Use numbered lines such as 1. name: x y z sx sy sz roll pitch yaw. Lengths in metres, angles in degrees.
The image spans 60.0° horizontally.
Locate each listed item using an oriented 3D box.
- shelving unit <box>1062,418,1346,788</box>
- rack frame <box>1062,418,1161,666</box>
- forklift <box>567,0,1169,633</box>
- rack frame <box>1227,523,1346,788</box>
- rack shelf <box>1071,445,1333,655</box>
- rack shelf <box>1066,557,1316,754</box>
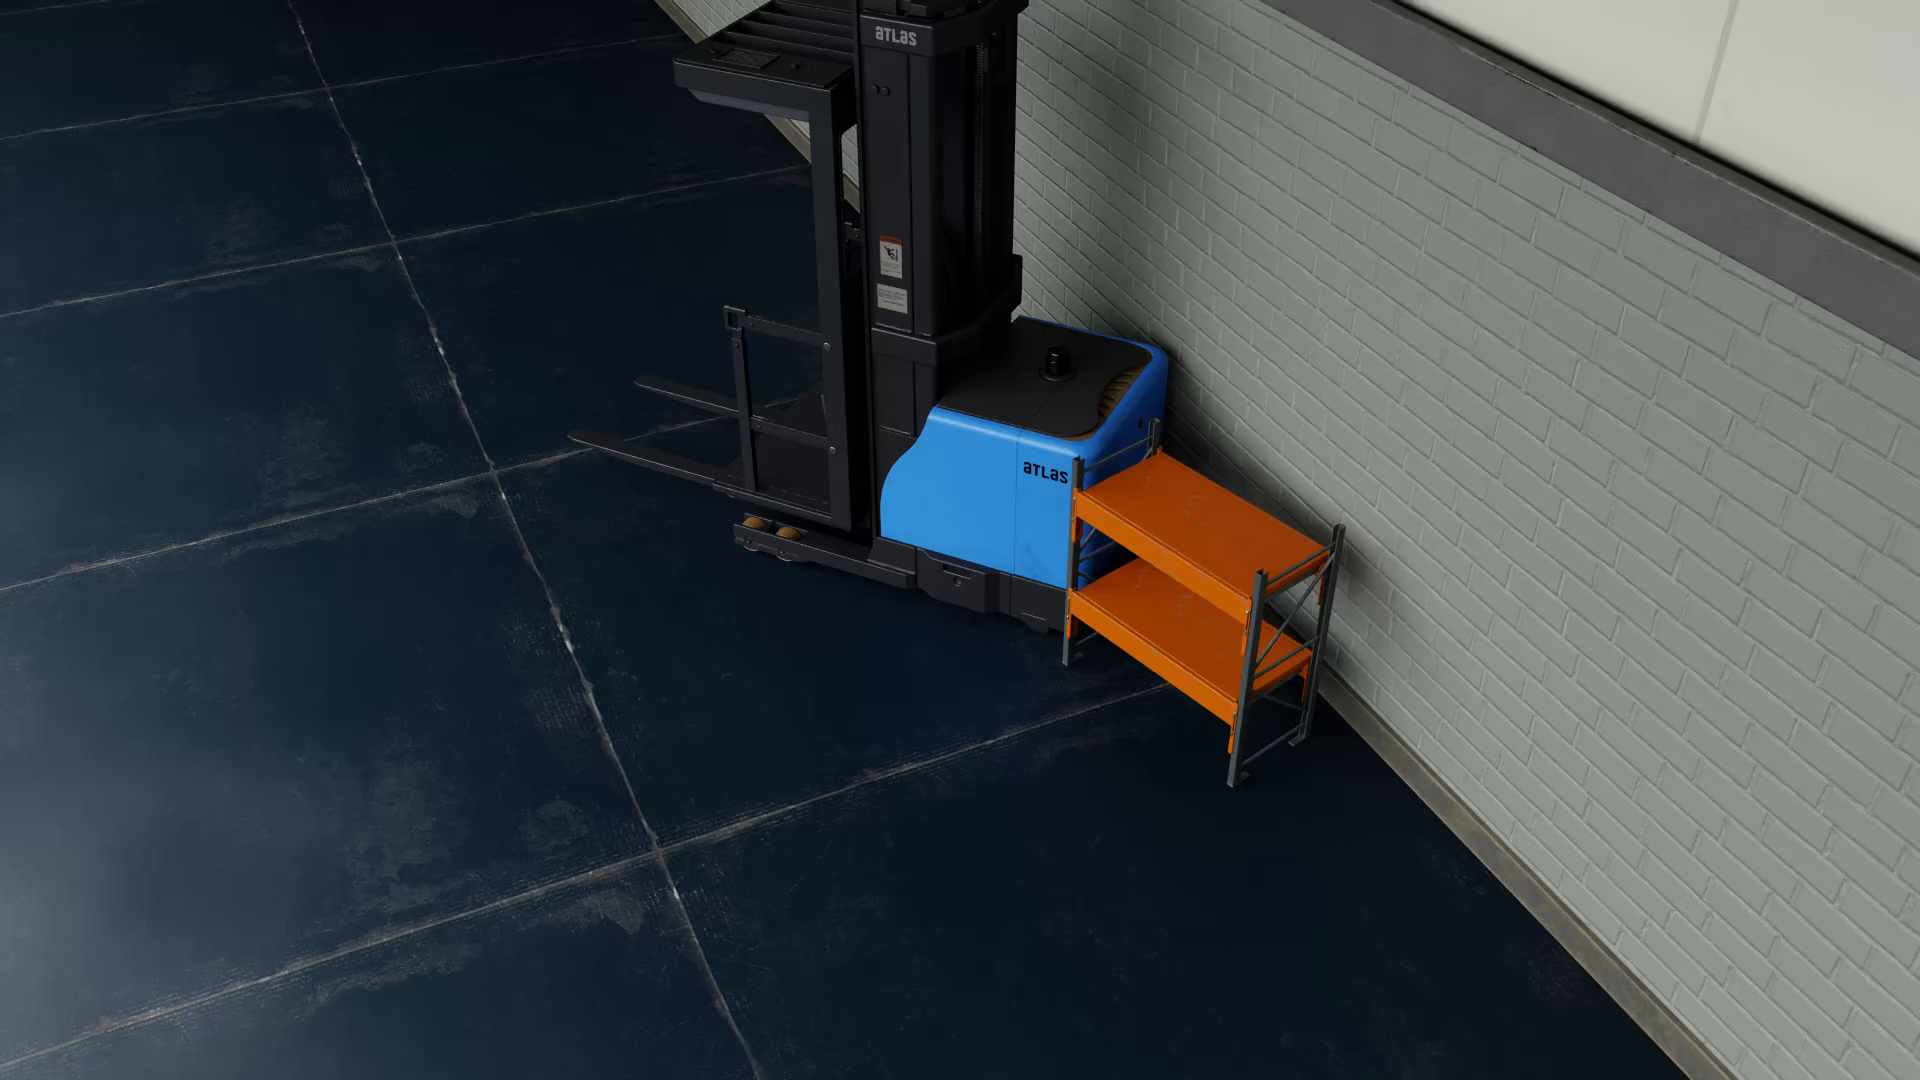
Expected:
1. shelving unit: 0.999 0.255 7.105 0.538 1.125 1.048 -27 44 -31
2. rack frame: 0.671 0.024 7.417 0.500 1.125 0.032 -27 44 -31
3. forklift: -0.563 -1.338 7.736 3.031 2.935 1.130 16 39 20
4. rack frame: 1.326 0.487 6.792 0.500 1.125 0.032 -27 44 -31
5. rack shelf: 0.999 0.020 6.930 0.538 0.278 1.000 -27 44 -31
6. rack shelf: 0.999 0.452 7.250 0.538 0.278 1.000 -27 44 -31
